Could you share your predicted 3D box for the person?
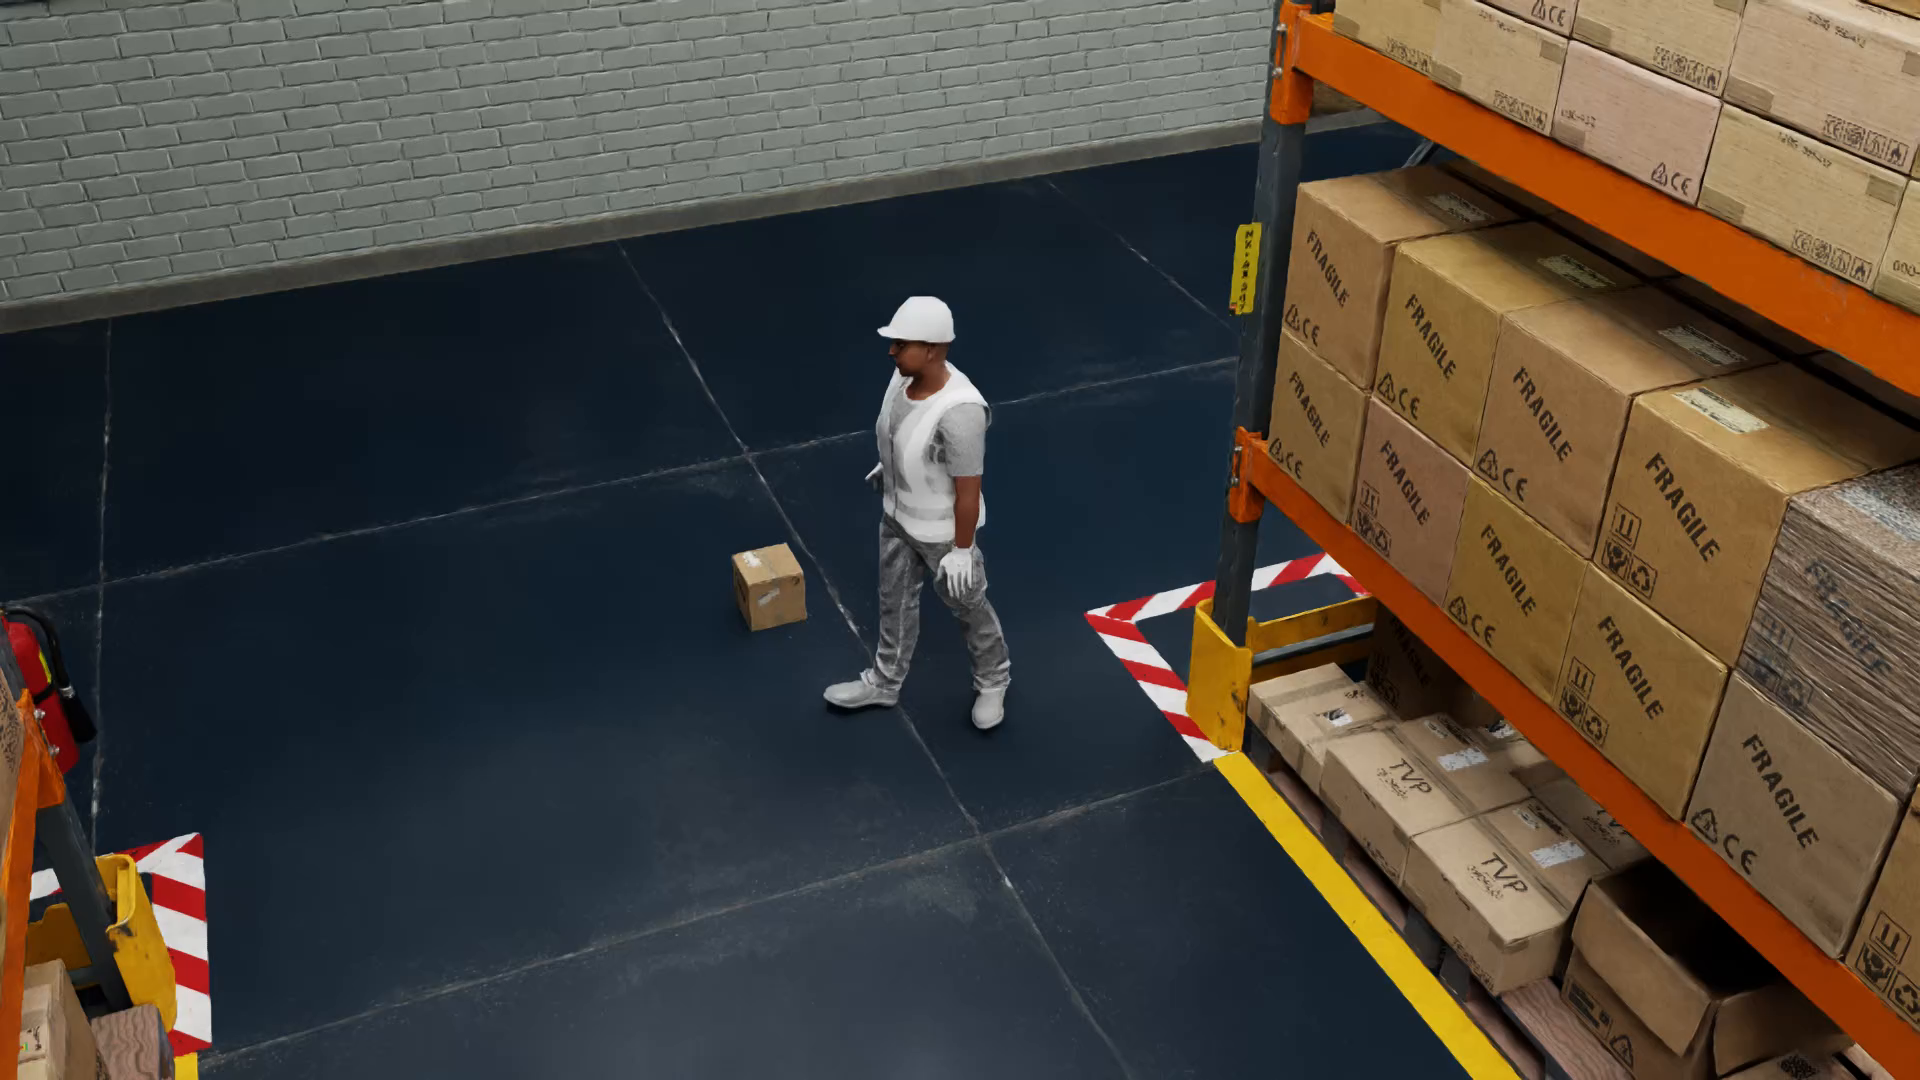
[{"bbox_3d":[-0.186,-0.101,6.260,0.672,1.782,0.801,-19,38,-26],"label":"person"}]
